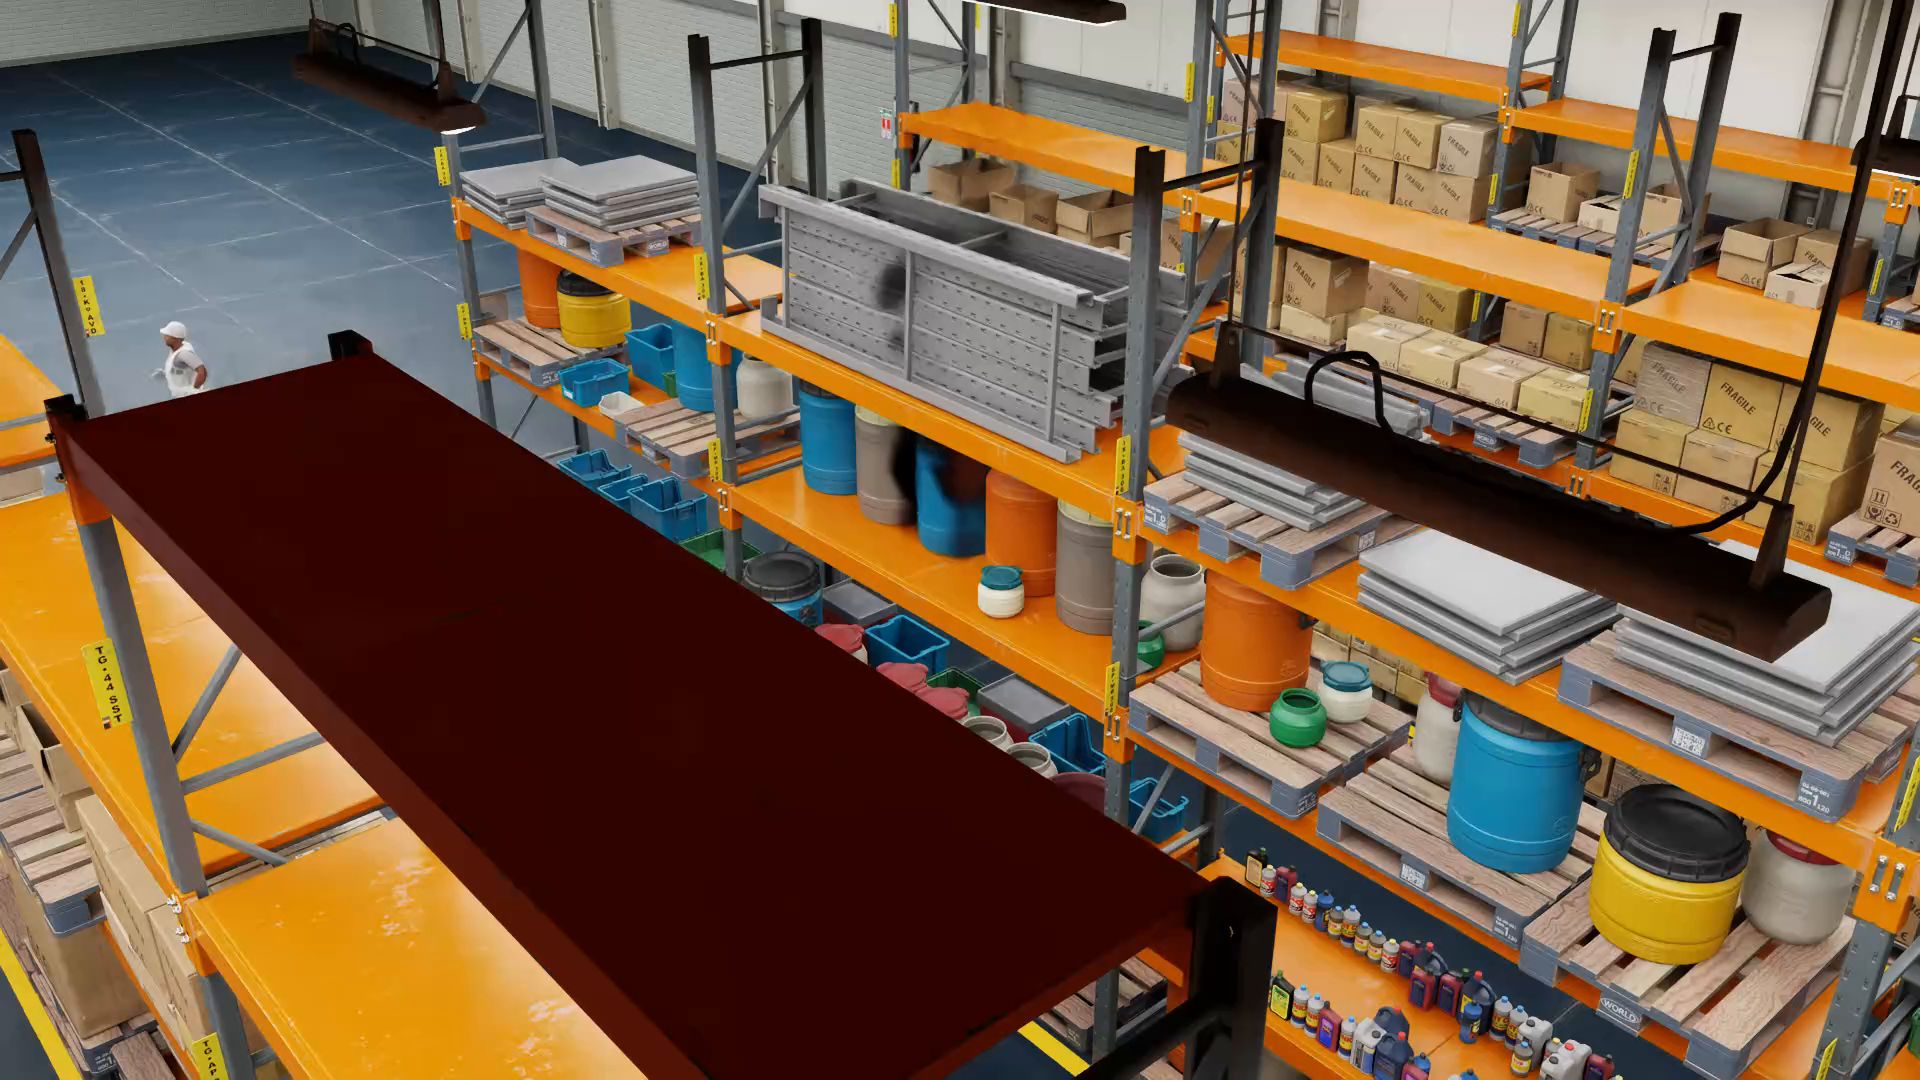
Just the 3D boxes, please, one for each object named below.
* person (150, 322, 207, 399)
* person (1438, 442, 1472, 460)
[{"bbox_3d":[-8.659,-1.579,18.718,0.856,1.835,0.683,-8,28,-15],"label":"person"},{"bbox_3d":[4.680,-0.342,16.393,0.575,1.679,0.657,24,35,38],"label":"person"}]
